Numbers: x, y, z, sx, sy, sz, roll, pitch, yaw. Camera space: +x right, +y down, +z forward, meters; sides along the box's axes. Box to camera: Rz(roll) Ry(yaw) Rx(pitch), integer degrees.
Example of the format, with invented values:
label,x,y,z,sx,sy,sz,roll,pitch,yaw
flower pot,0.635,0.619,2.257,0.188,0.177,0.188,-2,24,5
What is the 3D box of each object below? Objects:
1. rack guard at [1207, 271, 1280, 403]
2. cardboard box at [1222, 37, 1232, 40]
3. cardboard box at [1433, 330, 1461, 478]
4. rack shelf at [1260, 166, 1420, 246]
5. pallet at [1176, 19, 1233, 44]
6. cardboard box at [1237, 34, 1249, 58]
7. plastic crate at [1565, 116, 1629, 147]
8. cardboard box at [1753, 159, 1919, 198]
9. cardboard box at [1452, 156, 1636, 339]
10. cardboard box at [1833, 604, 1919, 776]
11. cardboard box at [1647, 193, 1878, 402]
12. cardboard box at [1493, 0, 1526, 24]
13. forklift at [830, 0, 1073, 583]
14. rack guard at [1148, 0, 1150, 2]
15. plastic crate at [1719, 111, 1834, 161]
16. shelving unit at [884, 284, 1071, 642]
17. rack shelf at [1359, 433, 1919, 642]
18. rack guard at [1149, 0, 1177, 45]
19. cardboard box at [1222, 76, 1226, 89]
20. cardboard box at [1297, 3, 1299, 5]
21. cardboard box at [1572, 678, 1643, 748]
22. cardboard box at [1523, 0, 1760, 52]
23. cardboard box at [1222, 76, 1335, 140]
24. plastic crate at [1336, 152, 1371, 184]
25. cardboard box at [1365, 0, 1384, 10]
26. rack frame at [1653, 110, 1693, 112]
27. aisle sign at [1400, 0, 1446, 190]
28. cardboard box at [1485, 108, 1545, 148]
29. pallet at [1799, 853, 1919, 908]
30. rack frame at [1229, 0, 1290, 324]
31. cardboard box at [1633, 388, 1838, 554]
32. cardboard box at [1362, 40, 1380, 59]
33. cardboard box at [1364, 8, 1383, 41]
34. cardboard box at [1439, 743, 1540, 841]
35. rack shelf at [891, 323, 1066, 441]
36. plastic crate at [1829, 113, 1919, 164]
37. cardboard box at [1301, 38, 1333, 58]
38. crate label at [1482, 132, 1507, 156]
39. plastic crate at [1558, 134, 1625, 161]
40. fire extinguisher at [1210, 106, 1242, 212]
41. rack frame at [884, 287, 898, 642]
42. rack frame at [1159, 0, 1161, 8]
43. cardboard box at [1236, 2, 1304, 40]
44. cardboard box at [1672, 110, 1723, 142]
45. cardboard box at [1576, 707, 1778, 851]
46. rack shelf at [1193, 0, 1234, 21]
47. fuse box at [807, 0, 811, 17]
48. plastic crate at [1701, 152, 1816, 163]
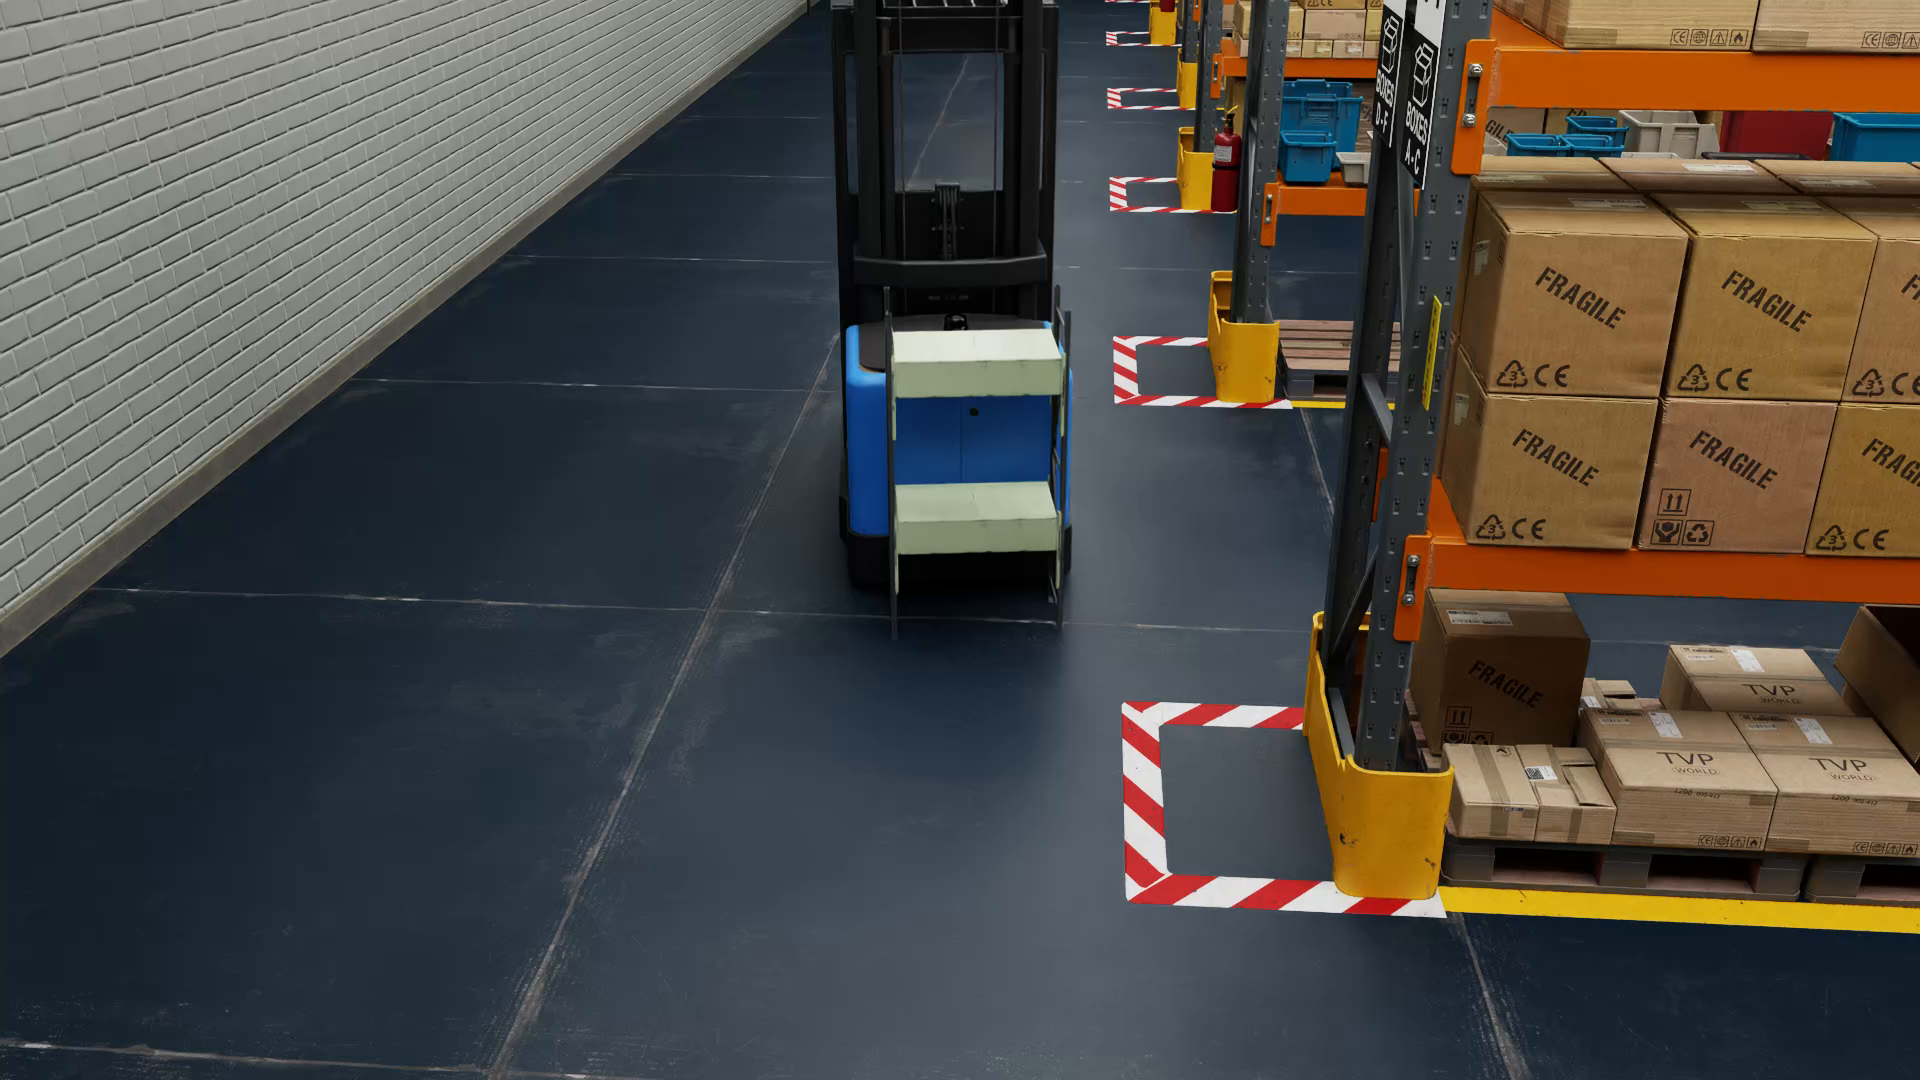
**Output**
label,x,y,z,sx,sy,sz,roll,pitch,yaw
rack guard,1.791,-1.308,10.585,0.348,0.500,1.175,2,25,4
cardboard box,3.223,-5.831,19.621,0.250,0.149,0.380,2,25,5
cardboard box,1.900,-0.528,5.781,0.500,0.500,0.500,3,25,6
rack shelf,3.810,-2.057,10.084,4.000,0.370,1.077,2,25,4
pallet,3.757,-7.383,24.133,1.213,0.211,1.003,2,25,4
cardboard box,2.524,-4.250,14.288,0.250,0.149,0.380,2,25,5
plastic crate,3.883,-2.441,10.185,0.300,0.233,0.416,2,25,4
cardboard box,2.919,-0.953,5.508,0.500,0.500,0.500,3,25,5
cardboard box,1.898,-0.984,5.575,0.500,0.500,0.500,2,25,4
cardboard box,3.548,0.620,5.864,0.637,0.503,0.797,2,25,4
cardboard box,2.377,-0.746,5.057,0.500,0.500,0.500,2,25,5
cardboard box,1.965,-1.772,5.194,0.500,0.250,0.500,2,25,4
forklift,-0.090,-1.708,8.547,1.130,2.935,3.031,-2,25,-3
rack guard,3.406,-9.574,28.549,0.348,0.500,1.175,2,25,4
plastic crate,4.933,-2.510,10.058,0.583,0.464,0.402,2,25,4
shelving unit,0.064,-0.325,7.251,0.755,1.500,0.431,-2,25,-3
rack shelf,3.427,0.007,5.598,4.000,0.370,1.077,2,25,4
rack guard,2.930,-7.508,24.059,0.348,0.500,1.175,2,25,4
cardboard box,3.174,-5.322,19.226,0.250,0.149,0.380,2,25,5
cardboard box,3.204,-4.658,14.699,0.500,0.250,0.500,1,25,3
cardboard box,2.391,0.669,6.162,0.250,0.166,0.380,2,25,4
cardboard box,1.926,-1.556,4.725,0.500,0.250,0.500,2,25,4
cardboard box,2.839,-3.751,14.943,0.875,0.875,0.875,2,25,4
plastic crate,2.350,-2.166,9.703,0.298,0.136,0.250,2,25,4
cardboard box,3.669,-4.762,14.028,0.500,0.500,0.500,1,25,3
rack frame,6.183,-4.385,14.281,0.127,3.000,1.000,2,25,4
aisle sign,1.343,-1.445,4.782,0.004,0.787,0.394,2,25,4
cardboard box,4.634,-3.693,14.818,0.875,0.875,0.875,2,25,4
pallet,3.517,0.951,6.022,1.213,0.211,1.003,2,25,4
rack frame,1.816,-2.448,10.073,0.127,3.000,1.000,2,25,4
cardboard box,2.370,-0.291,5.265,0.500,0.500,0.500,2,25,3
cardboard box,3.549,-4.217,14.218,0.250,0.149,0.380,1,25,3
cardboard box,3.673,-4.420,14.182,0.500,0.250,0.500,1,25,2
cardboard box,1.824,0.868,5.750,0.250,0.149,0.380,2,25,4
rack shelf,0.064,-0.679,7.088,0.720,0.370,0.431,-2,25,-3
plastic crate,5.313,-2.213,9.509,0.575,0.384,0.392,2,25,4
cardboard box,3.035,-4.234,14.254,0.250,0.149,0.380,1,25,3
crate label,3.210,-2.391,10.192,0.243,0.136,0.396,2,25,4
plastic crate,3.649,-2.203,9.667,0.300,0.233,0.416,2,25,4
fire extinguisher,1.700,-2.438,10.589,0.183,0.674,0.296,2,25,4
rack frame,-0.301,-0.315,7.230,0.023,1.500,0.400,-2,25,-3
rack frame,2.954,-8.643,23.535,0.127,3.000,1.000,2,25,4
cardboard box,2.653,-4.452,14.250,0.500,0.250,0.500,1,25,3
cardboard box,6.823,-3.598,14.611,0.875,0.875,1.225,2,25,4
cardboard box,2.452,0.817,5.740,0.500,0.250,0.500,2,25,4
rack shelf,4.670,-6.186,19.056,4.000,0.370,1.077,2,25,4
fuse box,-2.364,-9.099,26.068,0.414,1.711,0.539,2,25,4
plastic crate,4.668,-2.146,9.674,0.590,0.125,0.437,2,25,4
